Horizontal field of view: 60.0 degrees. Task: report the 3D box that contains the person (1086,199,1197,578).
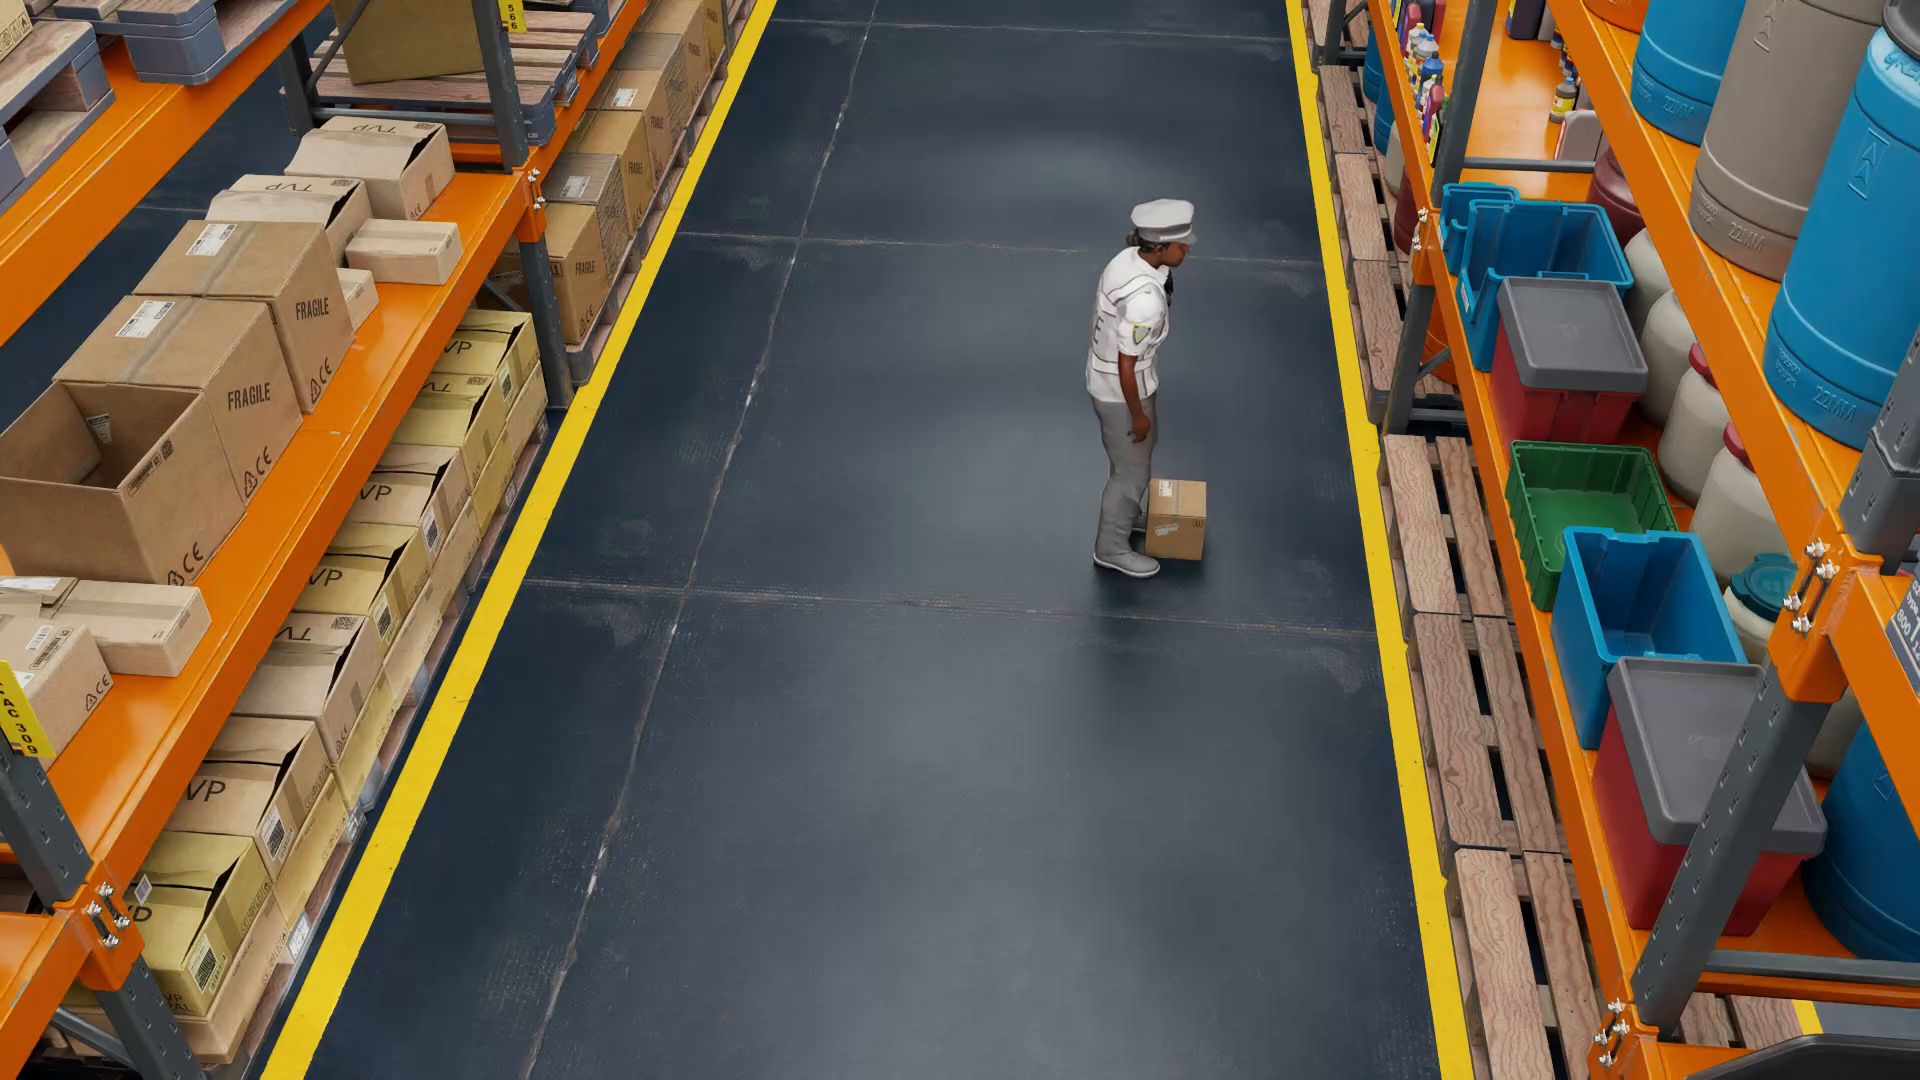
[{"bbox_3d":[0.730,-0.631,6.902,0.416,1.659,0.509,3,40,4],"label":"person"}]
